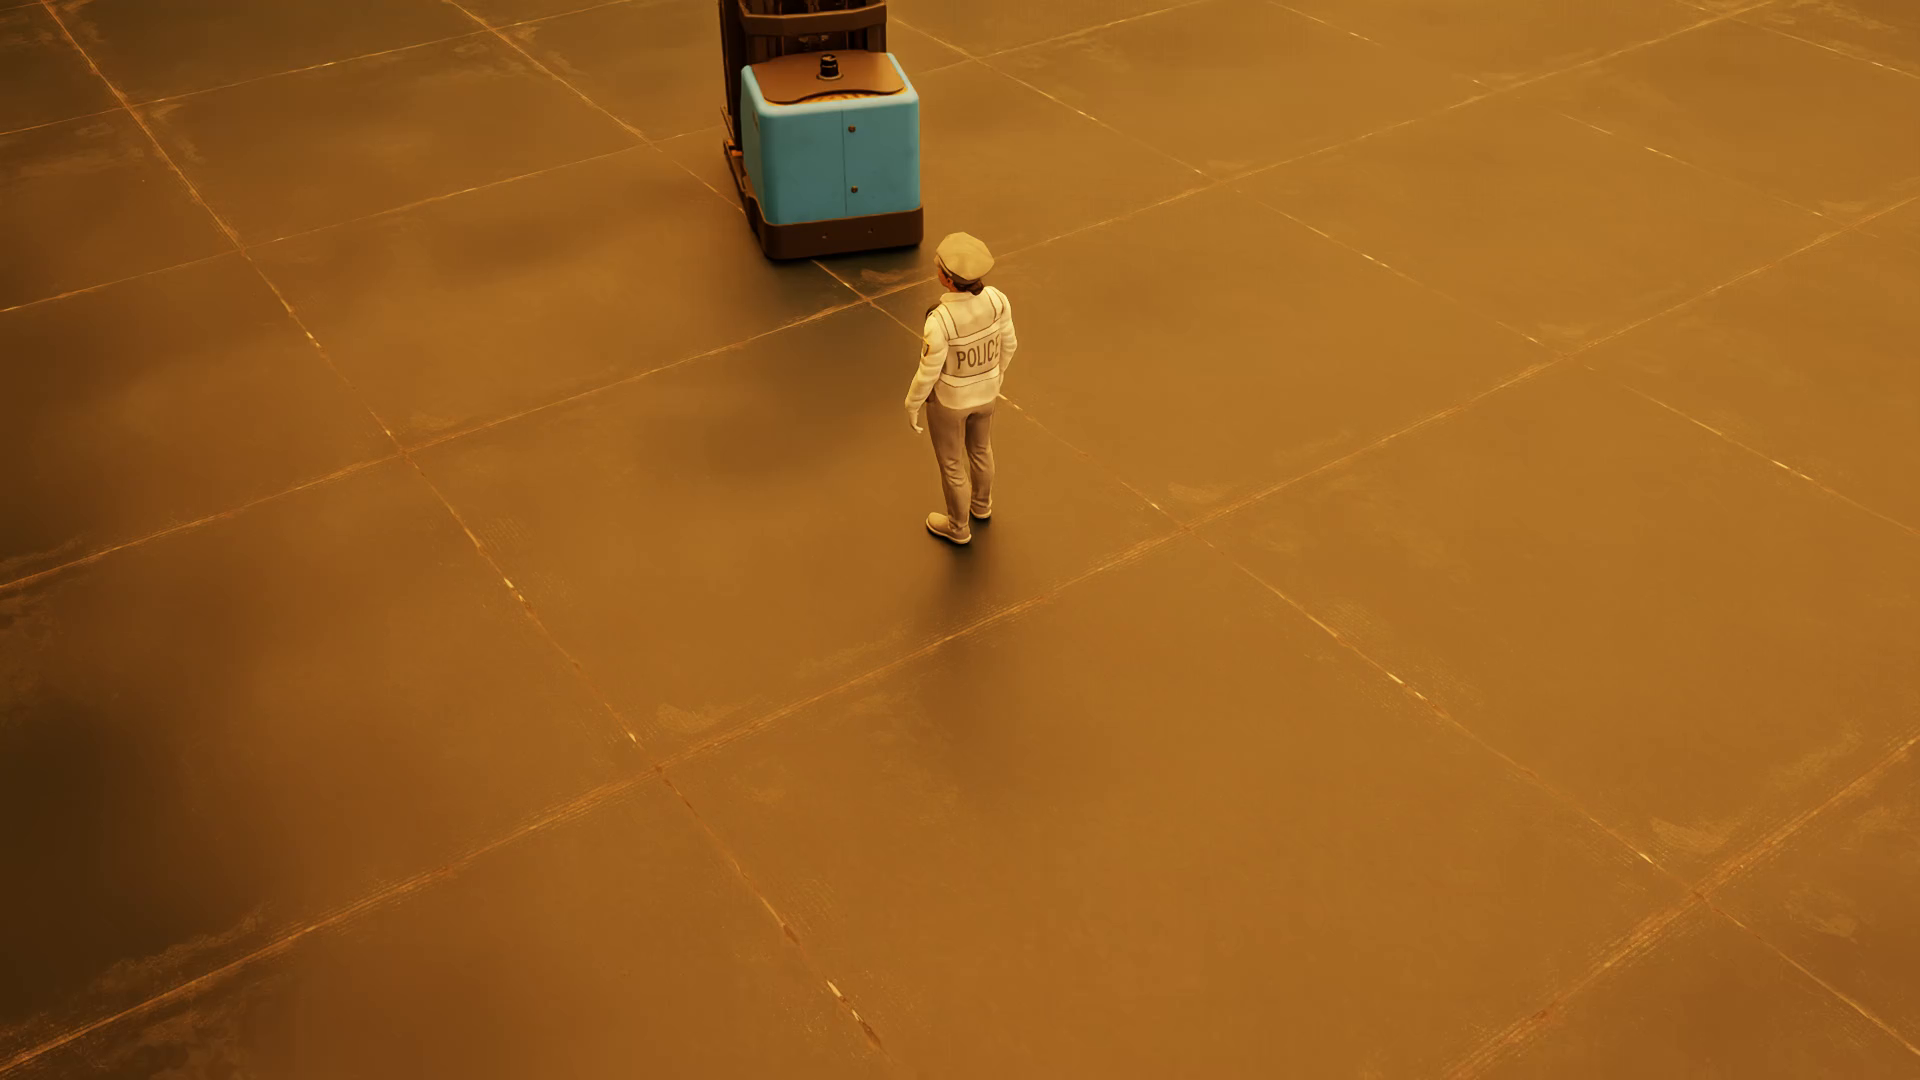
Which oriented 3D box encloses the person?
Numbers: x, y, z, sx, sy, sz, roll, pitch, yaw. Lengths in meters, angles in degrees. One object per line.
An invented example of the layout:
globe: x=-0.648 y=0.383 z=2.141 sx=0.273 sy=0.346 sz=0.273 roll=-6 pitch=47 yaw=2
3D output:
person: x=-0.034 y=-0.723 z=7.950 sx=0.586 sy=1.694 sz=0.530 roll=-23 pitch=42 yaw=-28

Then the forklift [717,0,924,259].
forklift: x=-1.101 y=-3.868 z=11.175 sx=1.130 sy=2.935 sz=3.031 roll=-9 pitch=37 yaw=-11
